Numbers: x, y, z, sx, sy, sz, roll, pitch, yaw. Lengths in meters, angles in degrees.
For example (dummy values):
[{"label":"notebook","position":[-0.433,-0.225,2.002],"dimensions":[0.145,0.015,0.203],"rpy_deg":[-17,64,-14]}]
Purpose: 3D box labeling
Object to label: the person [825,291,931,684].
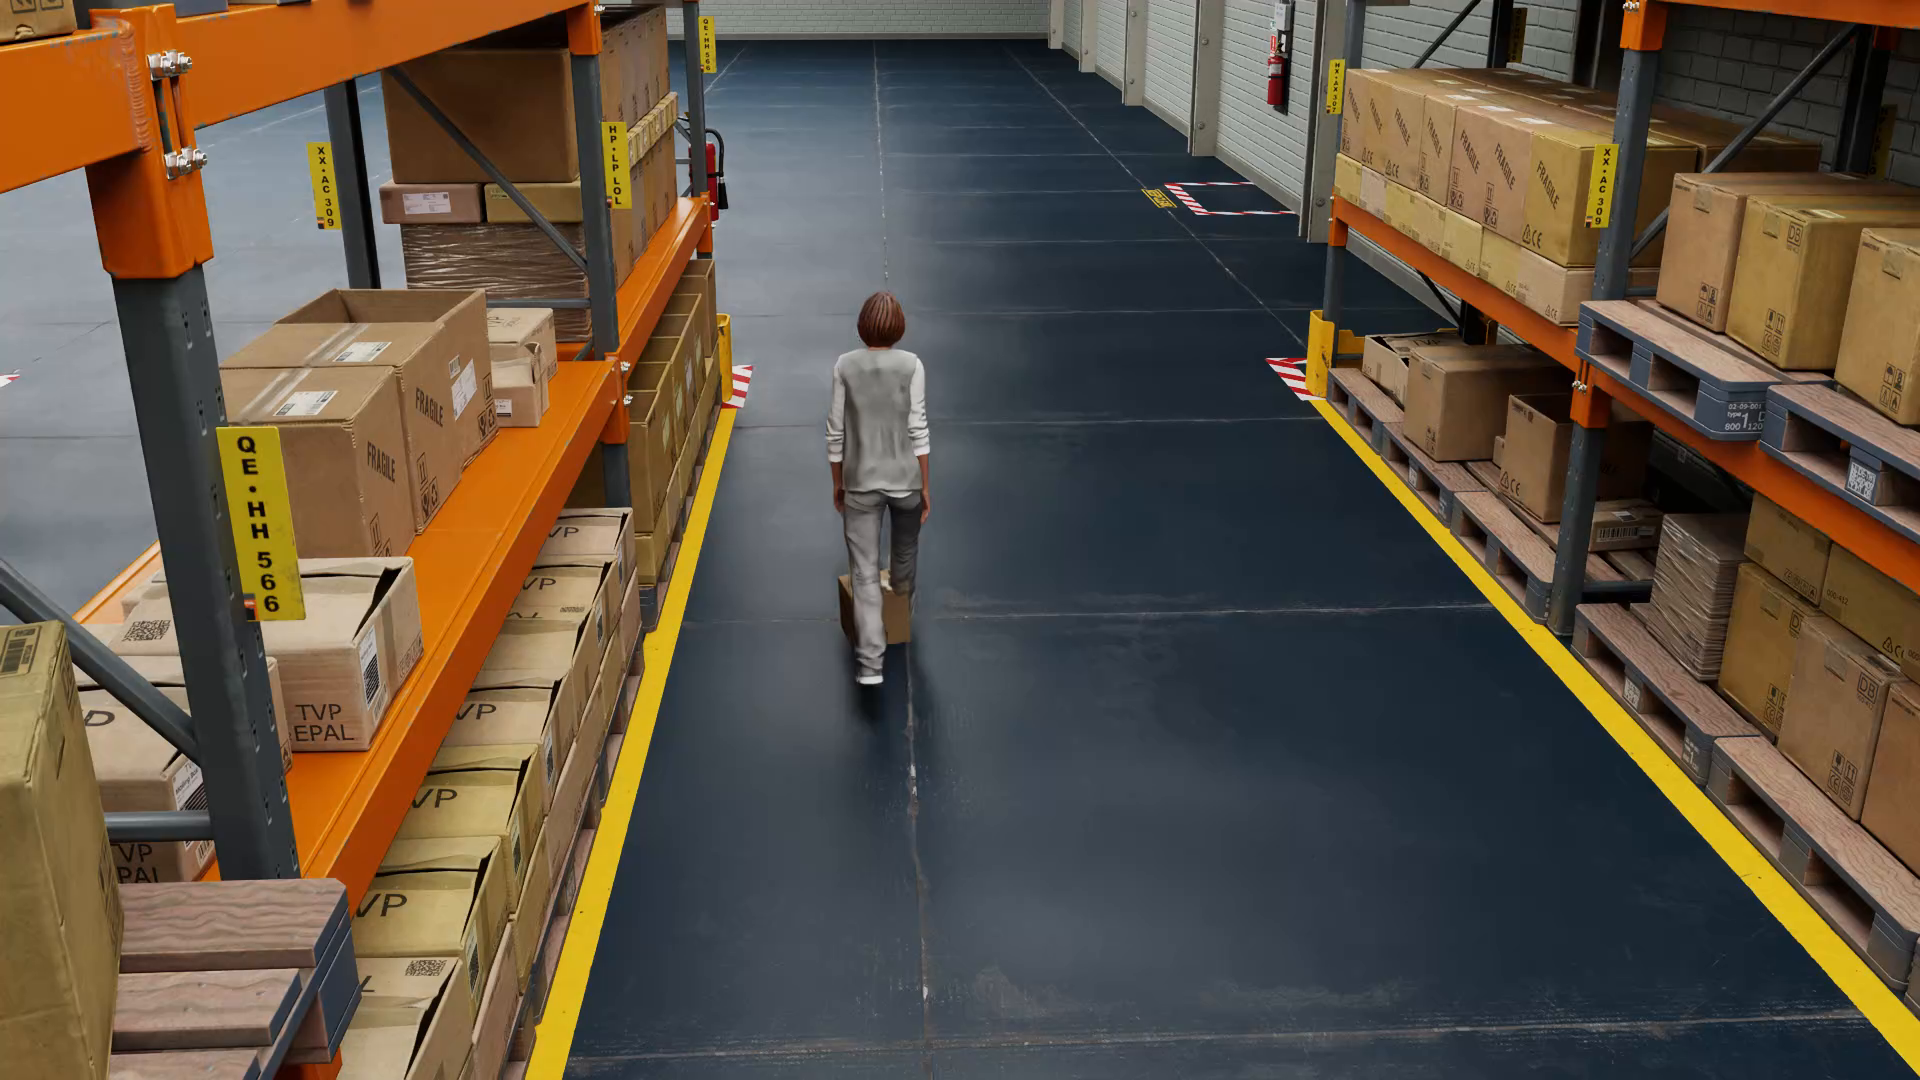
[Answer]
[{"label":"person","position":[-0.331,-0.220,6.727],"dimensions":[0.419,1.533,1.020],"rpy_deg":[-2,21,-4]}]
